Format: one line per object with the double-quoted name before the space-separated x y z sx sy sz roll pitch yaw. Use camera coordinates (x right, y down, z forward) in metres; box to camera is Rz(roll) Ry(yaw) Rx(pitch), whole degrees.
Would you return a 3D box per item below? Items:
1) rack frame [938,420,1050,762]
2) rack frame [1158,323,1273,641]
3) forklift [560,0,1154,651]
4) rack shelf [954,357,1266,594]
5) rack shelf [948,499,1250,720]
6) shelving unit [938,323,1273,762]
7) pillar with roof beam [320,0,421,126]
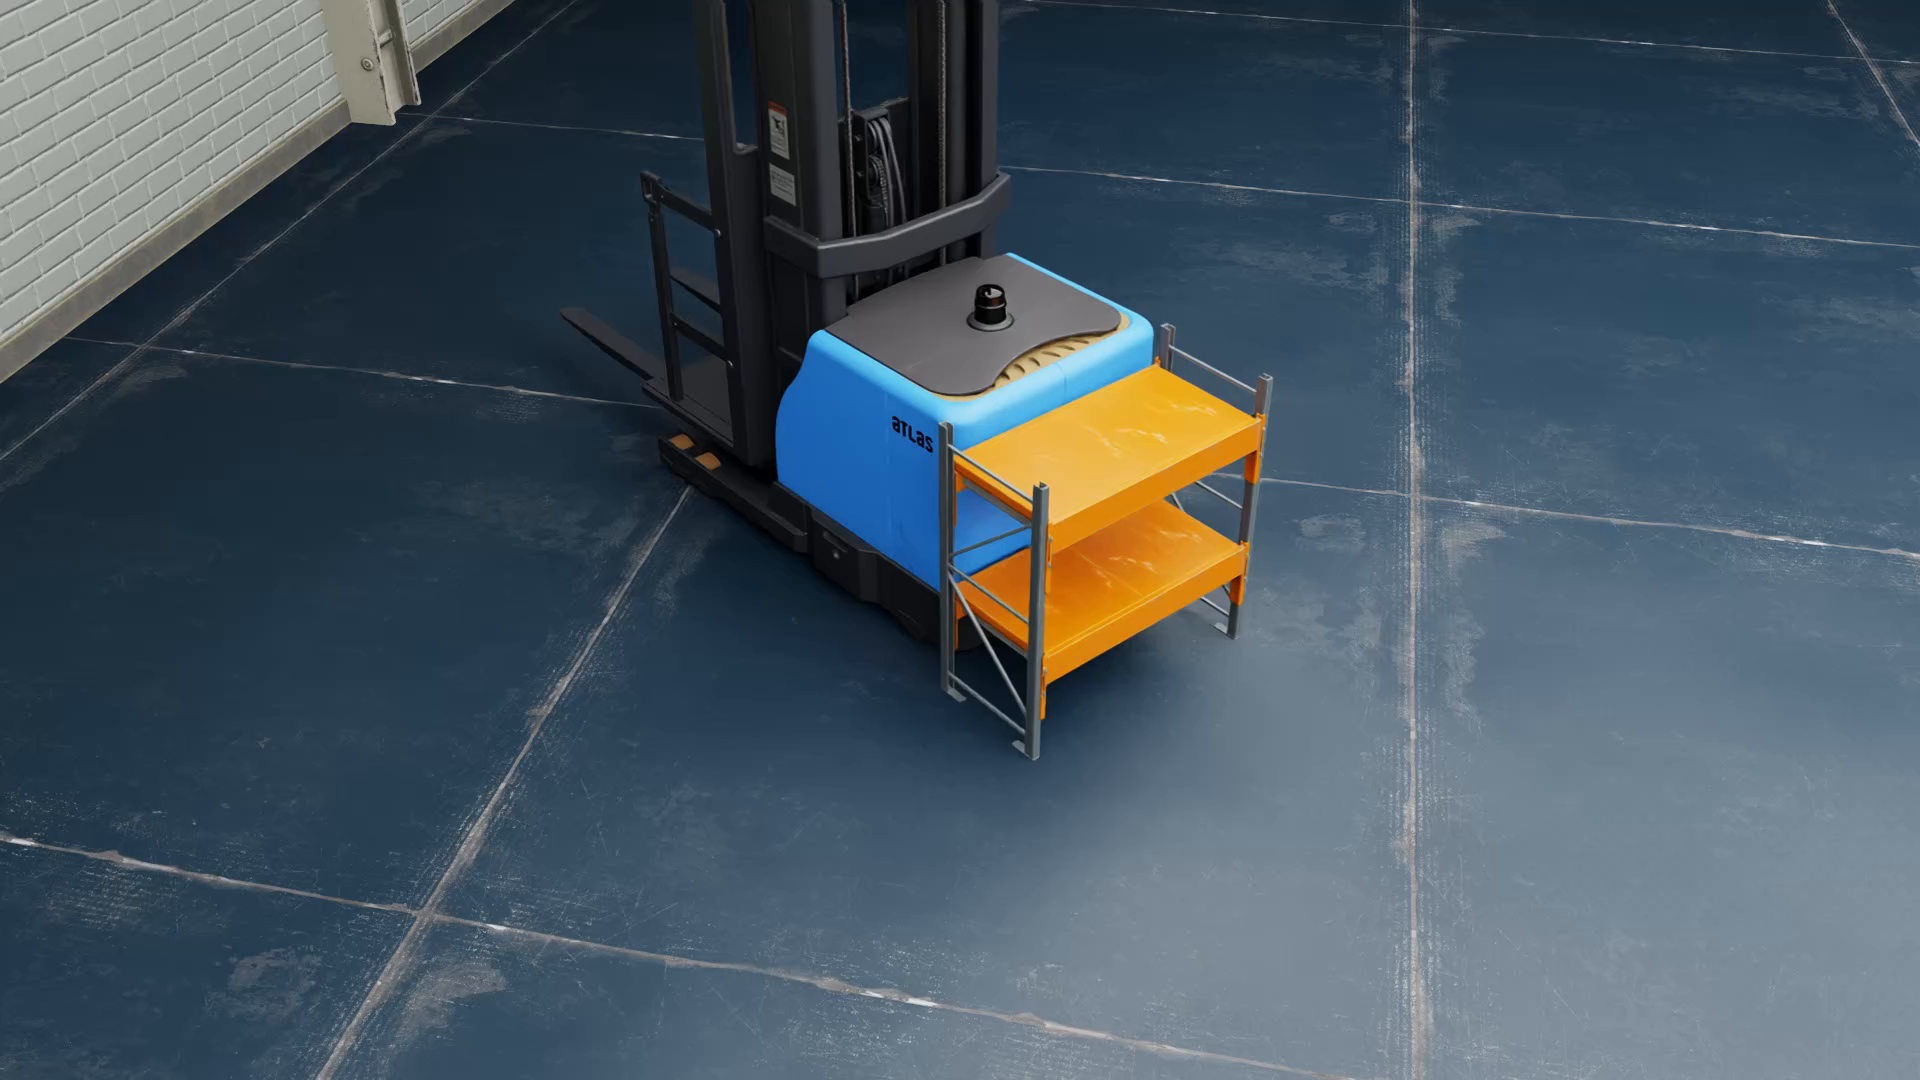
"rack frame" 0.101 0.186 5.534 0.032 1.125 0.500 -26 43 -31
"rack frame" 0.882 -0.196 6.062 0.032 1.125 0.500 -26 43 -31
"forklift" -0.638 -1.565 6.411 1.130 2.935 3.031 -28 44 -33
"rack shelf" 0.491 -0.242 5.626 1.000 0.278 0.538 -26 43 -31
"rack shelf" 0.491 0.193 5.942 1.000 0.278 0.538 -26 43 -31
"shelving unit" 0.491 -0.005 5.798 1.048 1.125 0.538 -26 43 -31
"pillar with roof beam" 0.583 -5.801 7.085 9.100 9.000 0.400 7 37 10
